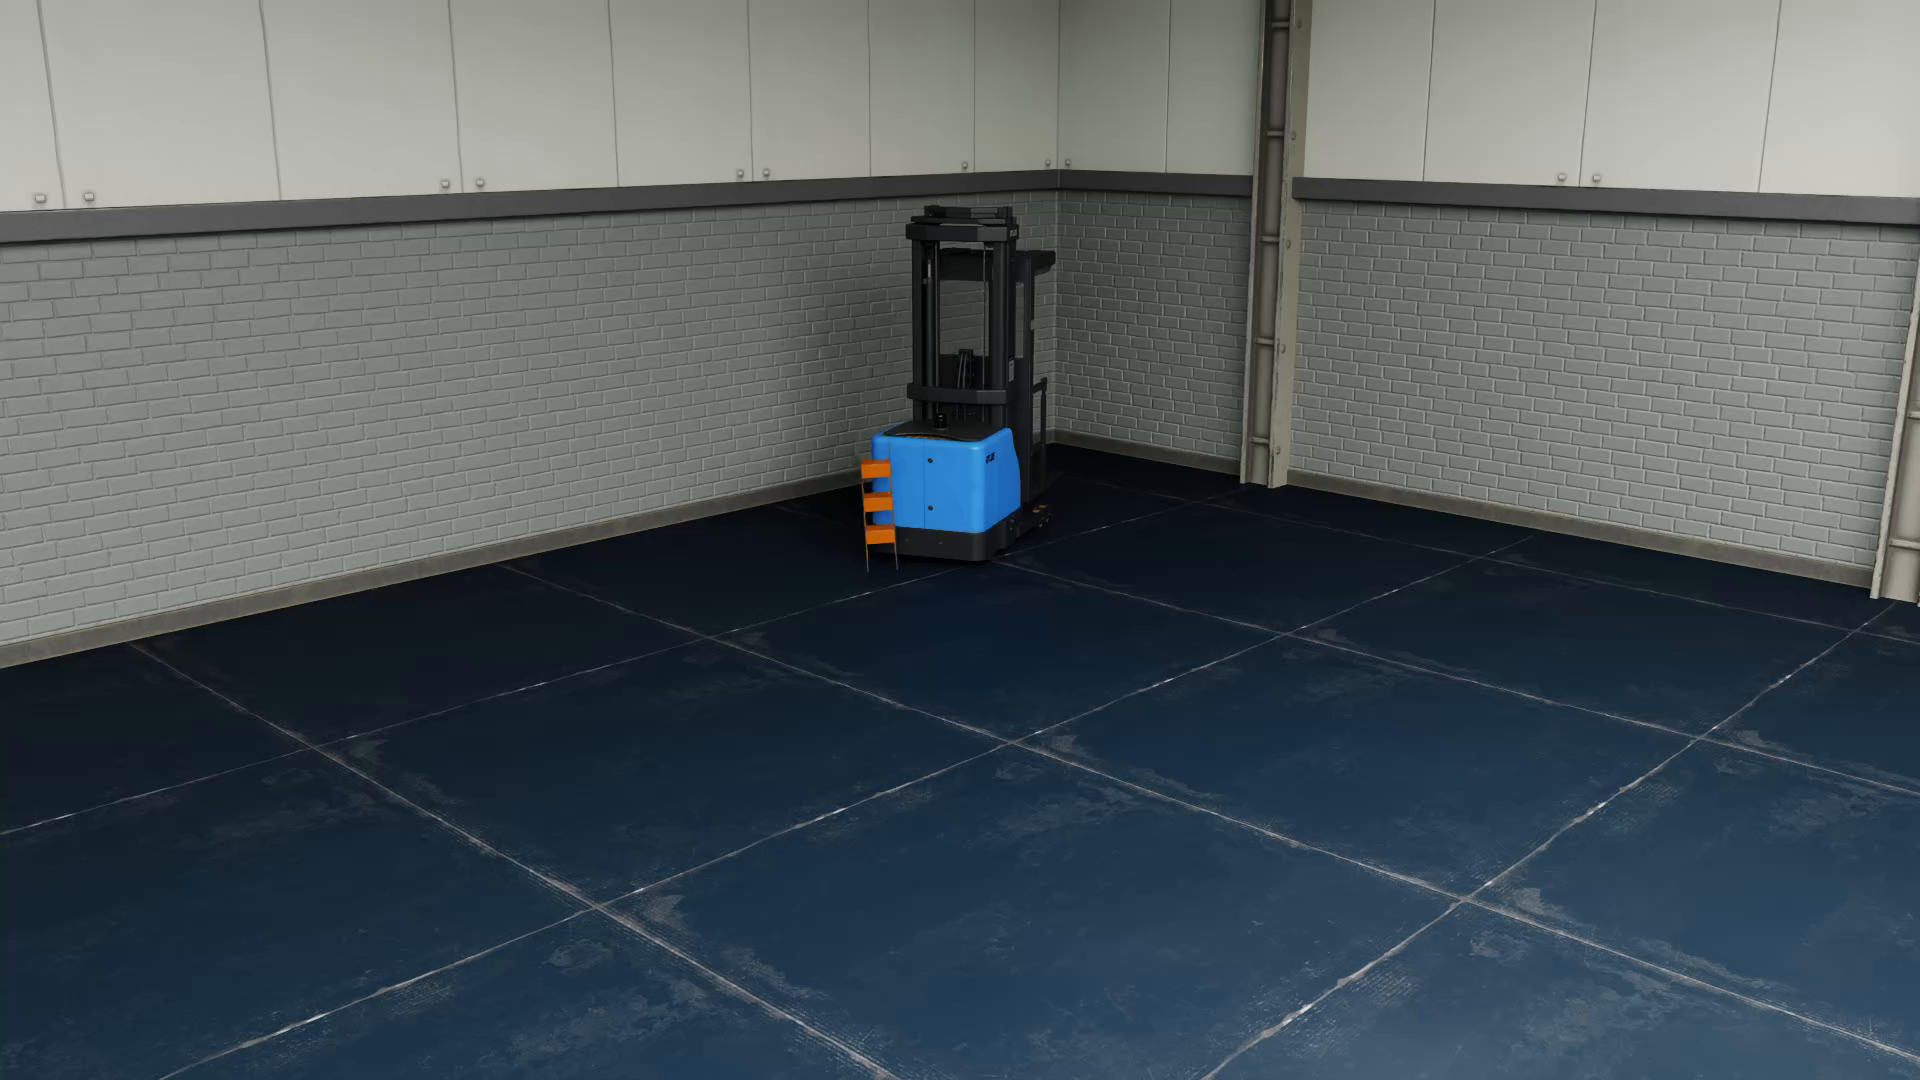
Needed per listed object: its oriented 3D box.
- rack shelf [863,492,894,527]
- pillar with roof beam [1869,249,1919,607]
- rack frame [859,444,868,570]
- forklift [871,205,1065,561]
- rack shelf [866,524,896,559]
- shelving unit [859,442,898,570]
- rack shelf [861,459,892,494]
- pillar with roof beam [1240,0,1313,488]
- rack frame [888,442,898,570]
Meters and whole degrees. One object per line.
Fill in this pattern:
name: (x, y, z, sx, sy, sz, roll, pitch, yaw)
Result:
rack shelf: (-0.681, -0.265, 13.886, 0.240, 0.259, 0.215, -4, 15, -3)
pillar with roof beam: (4.472, -3.111, 9.026, 0.400, 9.000, 9.100, 14, 20, 42)
rack frame: (-0.803, -0.267, 13.876, 0.008, 1.050, 0.200, -4, 15, -3)
forklift: (0.214, -1.566, 15.131, 1.130, 2.935, 3.031, 5, 16, 19)
rack shelf: (-0.667, 0.003, 13.957, 0.240, 0.259, 0.215, -4, 15, -3)
shelving unit: (-0.681, -0.275, 13.883, 0.252, 1.050, 0.215, -4, 15, -3)
rack shelf: (-0.695, -0.539, 13.813, 0.240, 0.259, 0.215, -4, 15, -3)
pillar with roof beam: (0.152, -4.161, 13.056, 0.400, 9.000, 9.100, 14, 20, 42)
rack frame: (-0.560, -0.283, 13.890, 0.008, 1.050, 0.200, -4, 15, -3)
